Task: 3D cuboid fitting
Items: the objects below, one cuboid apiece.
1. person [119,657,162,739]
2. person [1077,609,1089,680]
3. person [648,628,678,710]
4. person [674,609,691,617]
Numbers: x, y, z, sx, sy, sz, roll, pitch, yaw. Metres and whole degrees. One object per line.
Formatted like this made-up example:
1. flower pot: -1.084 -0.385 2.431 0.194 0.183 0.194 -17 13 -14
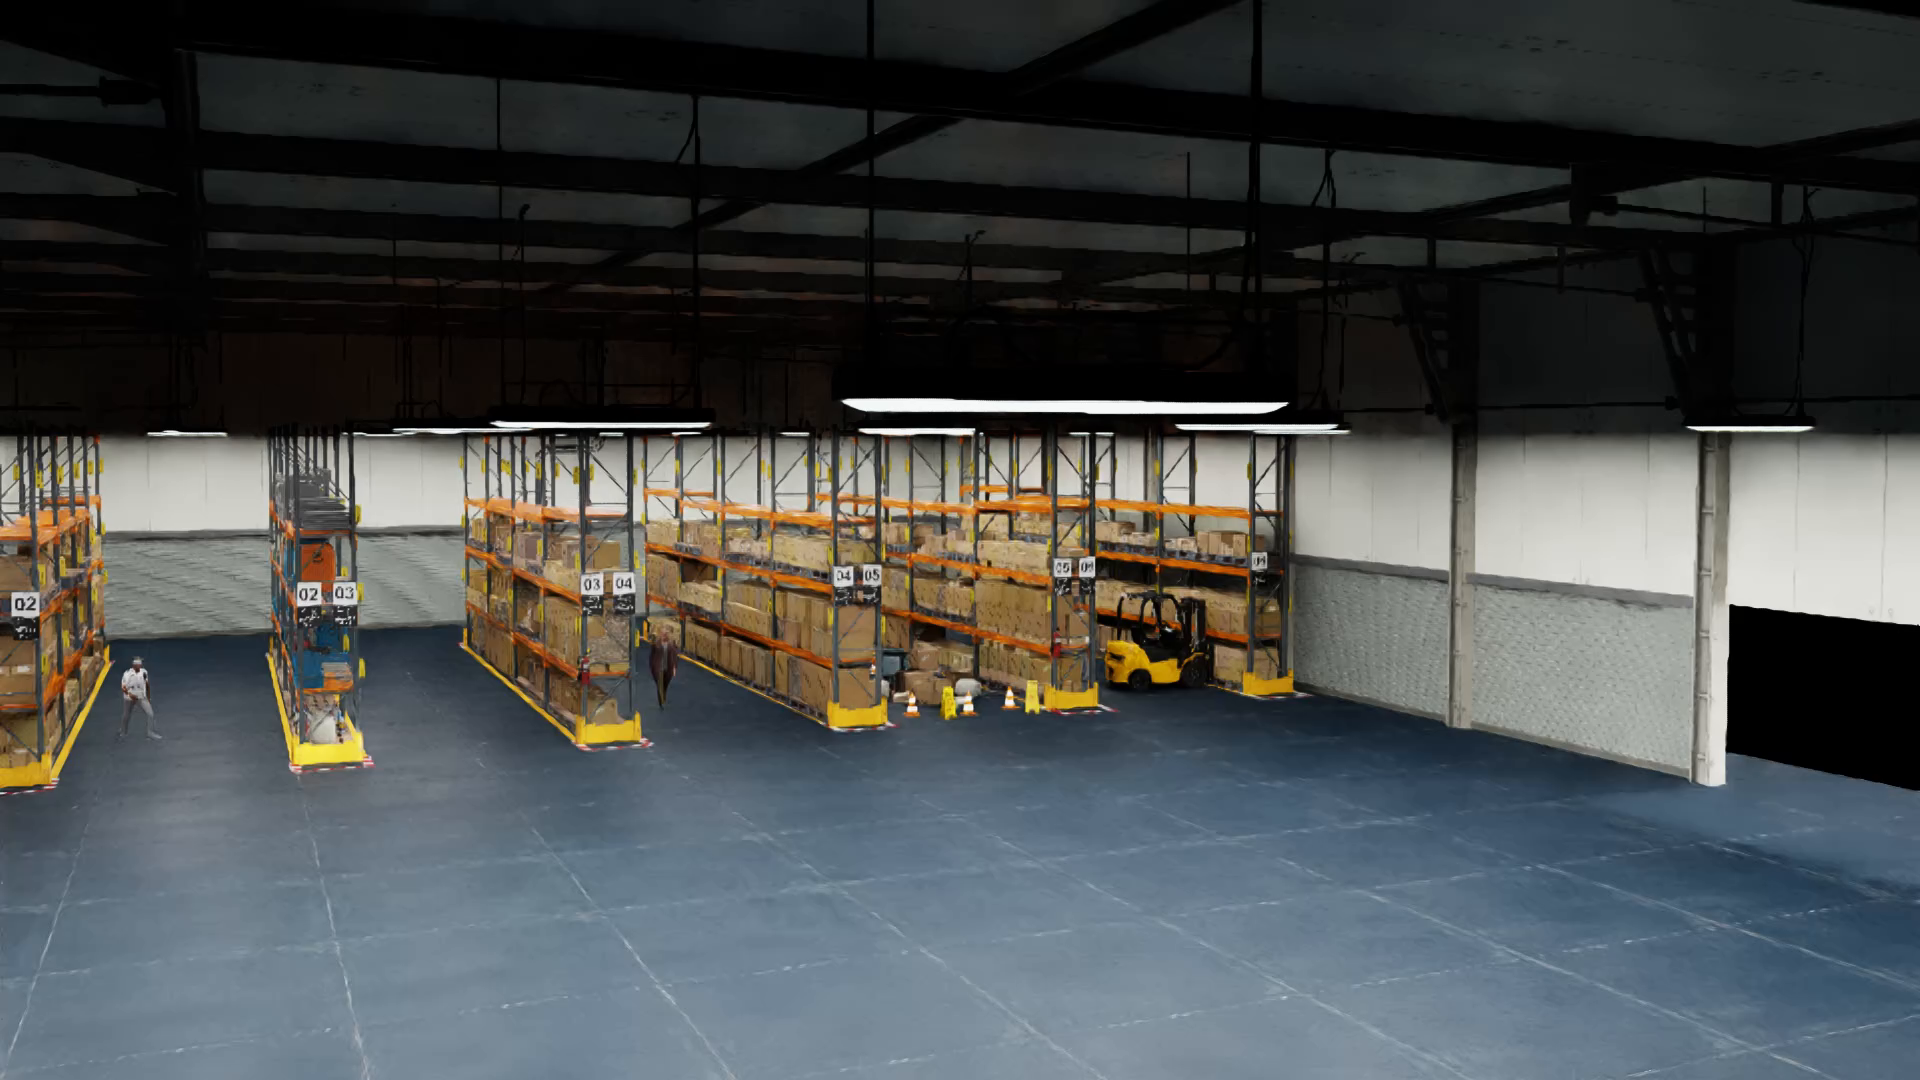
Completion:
1. person: -15.601 2.984 31.527 0.625 1.608 0.815 -3 5 -42
2. person: 2.877 2.466 39.555 0.549 1.659 0.598 0 4 7
3. person: -6.264 2.702 35.230 0.588 1.700 1.186 -2 4 -26
4. person: -8.266 1.850 49.406 0.571 1.711 0.720 3 4 39
